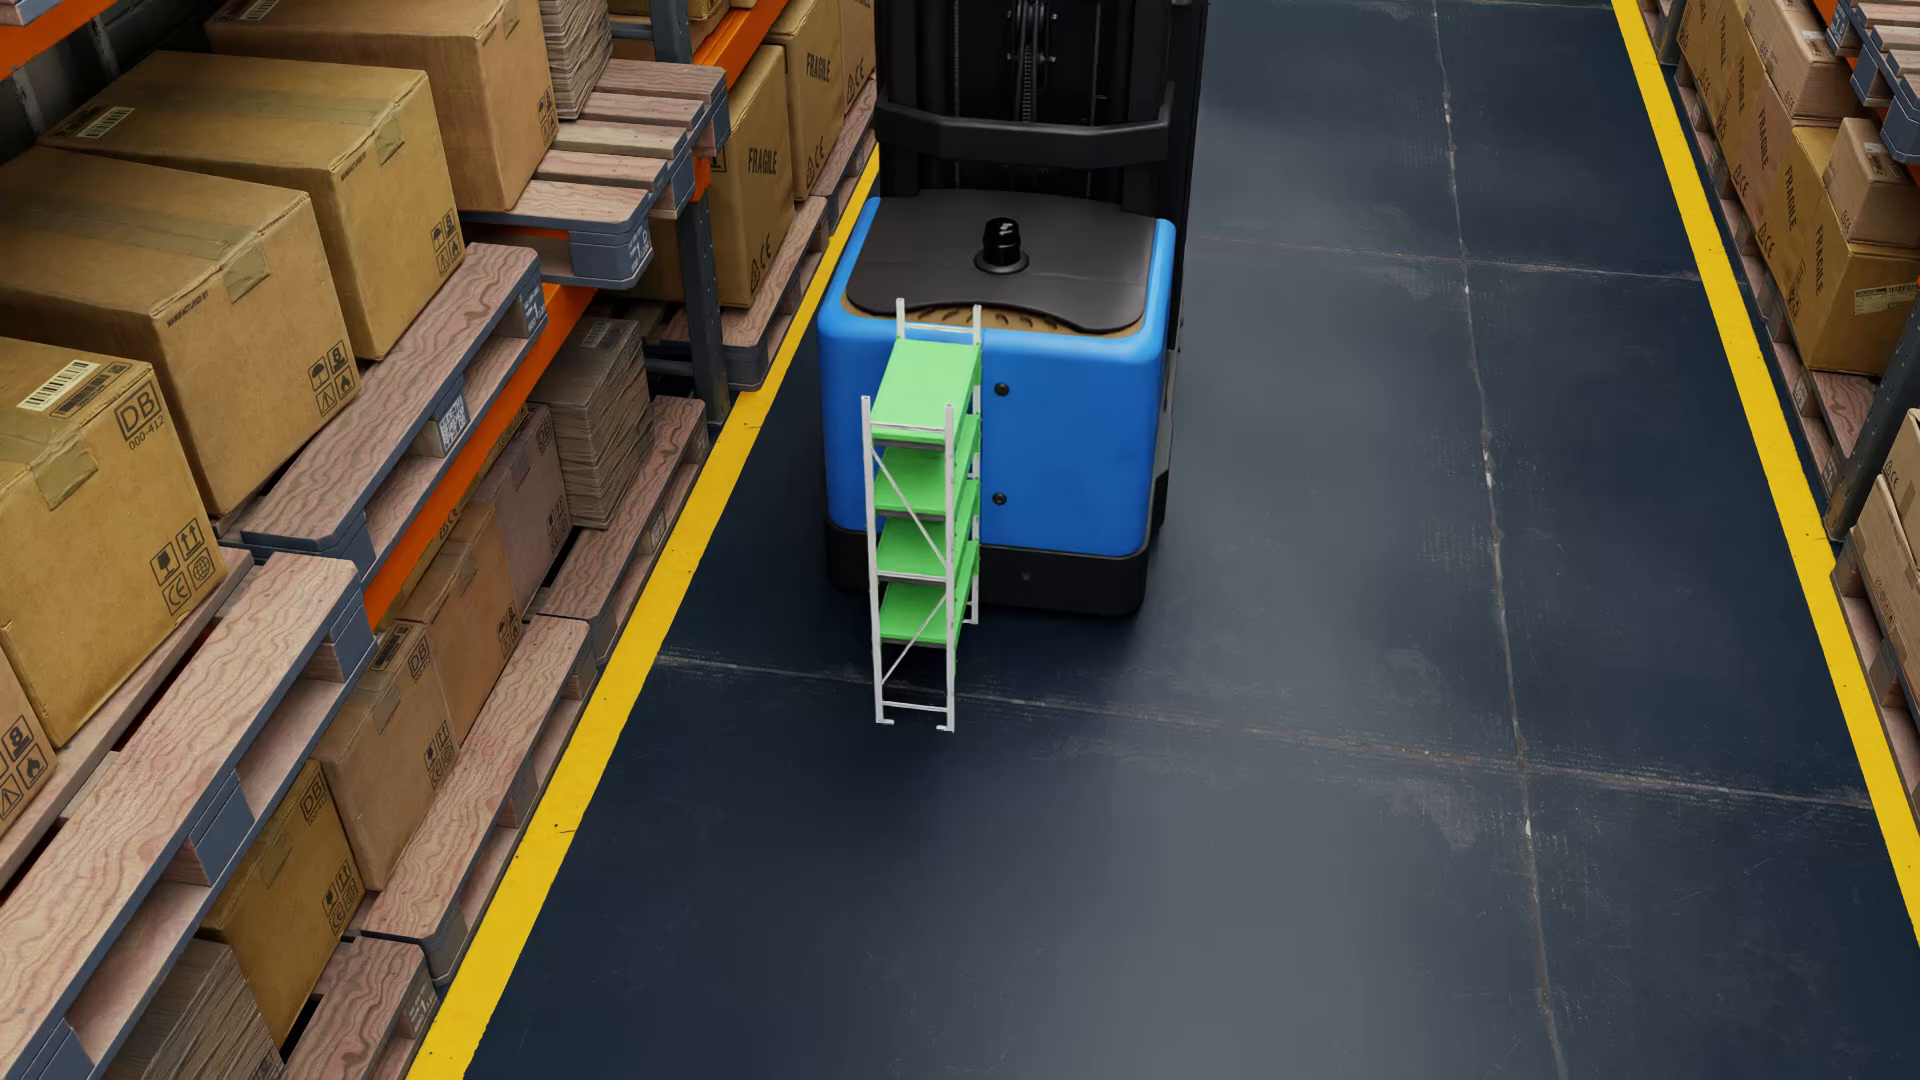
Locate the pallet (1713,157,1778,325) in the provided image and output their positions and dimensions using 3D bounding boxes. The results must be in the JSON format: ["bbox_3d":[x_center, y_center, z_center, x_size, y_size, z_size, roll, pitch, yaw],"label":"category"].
[{"bbox_3d":[3.882,-1.281,7.134,1.003,0.211,1.213,6,40,8],"label":"pallet"}]

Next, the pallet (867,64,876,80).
[{"bbox_3d":[-0.745,-2.615,8.747,1.003,0.211,1.213,6,40,8],"label":"pallet"}]

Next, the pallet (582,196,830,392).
[{"bbox_3d":[-1.167,-1.084,6.895,1.003,0.211,1.213,6,40,8],"label":"pallet"}]

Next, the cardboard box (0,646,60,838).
[{"bbox_3d":[-1.948,0.315,2.591,0.700,0.500,0.500,7,40,8],"label":"cardboard box"}]

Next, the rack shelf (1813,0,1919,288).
[{"bbox_3d":[3.848,-2.106,6.507,1.077,0.370,4.000,6,40,8],"label":"rack shelf"}]

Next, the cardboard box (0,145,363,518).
[{"bbox_3d":[-1.761,-0.452,3.519,0.700,0.500,0.500,12,41,14],"label":"cardboard box"}]

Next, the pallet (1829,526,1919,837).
[{"bbox_3d":[3.321,0.459,5.029,1.003,0.211,1.213,6,40,8],"label":"pallet"}]

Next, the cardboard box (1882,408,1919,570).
[{"bbox_3d":[3.122,-0.150,4.965,0.500,0.311,0.500,8,40,9],"label":"cardboard box"}]

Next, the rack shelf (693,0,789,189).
[{"bbox_3d":[-1.032,-2.650,7.165,1.077,0.370,4.000,6,40,8],"label":"rack shelf"}]

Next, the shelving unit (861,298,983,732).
[{"bbox_3d":[-0.098,-0.050,4.869,0.258,1.200,0.503,6,40,7],"label":"shelving unit"}]

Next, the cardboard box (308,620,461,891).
[{"bbox_3d":[-1.791,0.523,4.380,0.700,0.500,0.500,7,40,8],"label":"cardboard box"}]

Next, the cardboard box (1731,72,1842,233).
[{"bbox_3d":[3.607,-1.602,6.950,0.500,0.500,0.500,5,40,6],"label":"cardboard box"}]

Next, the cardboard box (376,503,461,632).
[{"bbox_3d":[-1.696,-0.035,4.466,0.500,0.250,0.500,6,40,7],"label":"cardboard box"}]

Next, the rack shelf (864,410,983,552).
[{"bbox_3d":[-0.098,-0.186,4.756,0.258,0.148,0.480,6,40,7],"label":"rack shelf"}]

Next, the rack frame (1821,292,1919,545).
[{"bbox_3d":[3.502,-1.128,4.760,1.000,3.000,0.127,6,40,8],"label":"rack frame"}]

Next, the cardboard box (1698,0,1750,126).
[{"bbox_3d":[3.789,-2.232,7.712,0.500,0.500,0.500,7,40,8],"label":"cardboard box"}]

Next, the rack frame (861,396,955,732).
[{"bbox_3d":[-0.136,0.104,4.683,0.240,1.200,0.015,6,40,7],"label":"rack frame"}]

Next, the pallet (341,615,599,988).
[{"bbox_3d":[-1.728,0.657,4.790,1.003,0.211,1.213,6,40,8],"label":"pallet"}]

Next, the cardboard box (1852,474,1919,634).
[{"bbox_3d":[3.122,0.066,5.144,0.500,0.250,0.500,6,40,8],"label":"cardboard box"}]

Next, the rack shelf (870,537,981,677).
[{"bbox_3d":[-0.098,0.184,5.062,0.258,0.148,0.480,6,40,7],"label":"rack shelf"}]

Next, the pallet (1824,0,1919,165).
[{"bbox_3d":[3.550,-1.487,5.345,1.213,0.211,1.003,6,40,8],"label":"pallet"}]

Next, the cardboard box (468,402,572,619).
[{"bbox_3d":[-1.655,-0.110,5.145,0.700,0.500,0.500,6,40,8],"label":"cardboard box"}]

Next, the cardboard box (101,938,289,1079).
[{"bbox_3d":[-1.959,1.169,3.599,0.700,0.500,0.500,8,40,9],"label":"cardboard box"}]

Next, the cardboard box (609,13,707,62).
[{"bbox_3d":[-1.093,-1.764,5.711,0.380,0.149,0.250,6,40,7],"label":"cardboard box"}]

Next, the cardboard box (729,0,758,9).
[{"bbox_3d":[-0.911,-2.078,6.091,0.380,0.149,0.250,8,40,9],"label":"cardboard box"}]

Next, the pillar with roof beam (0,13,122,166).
[{"bbox_3d":[1.785,-2.789,2.061,9.100,9.000,0.400,6,40,8],"label":"pillar with roof beam"}]

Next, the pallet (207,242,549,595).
[{"bbox_3d":[-1.680,-0.351,3.971,1.003,0.211,1.213,6,40,8],"label":"pallet"}]

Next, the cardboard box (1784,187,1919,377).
[{"bbox_3d":[3.432,-0.947,6.158,0.500,0.500,0.500,8,40,9],"label":"cardboard box"}]

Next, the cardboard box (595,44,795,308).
[{"bbox_3d":[-1.121,-1.452,6.510,0.750,0.750,0.750,6,40,7],"label":"cardboard box"}]

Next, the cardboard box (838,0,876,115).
[{"bbox_3d":[-0.821,-2.535,7.820,0.750,0.750,0.750,8,40,9],"label":"cardboard box"}]

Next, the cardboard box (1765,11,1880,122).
[{"bbox_3d":[3.611,-1.914,6.739,0.500,0.250,0.500,6,40,7],"label":"cardboard box"}]

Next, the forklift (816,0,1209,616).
[{"bbox_3d":[0.300,-1.825,5.657,1.130,2.935,3.031,6,40,7],"label":"forklift"}]

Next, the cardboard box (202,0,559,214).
[{"bbox_3d":[-1.519,-1.230,4.460,0.700,0.500,0.500,3,40,3],"label":"cardboard box"}]
